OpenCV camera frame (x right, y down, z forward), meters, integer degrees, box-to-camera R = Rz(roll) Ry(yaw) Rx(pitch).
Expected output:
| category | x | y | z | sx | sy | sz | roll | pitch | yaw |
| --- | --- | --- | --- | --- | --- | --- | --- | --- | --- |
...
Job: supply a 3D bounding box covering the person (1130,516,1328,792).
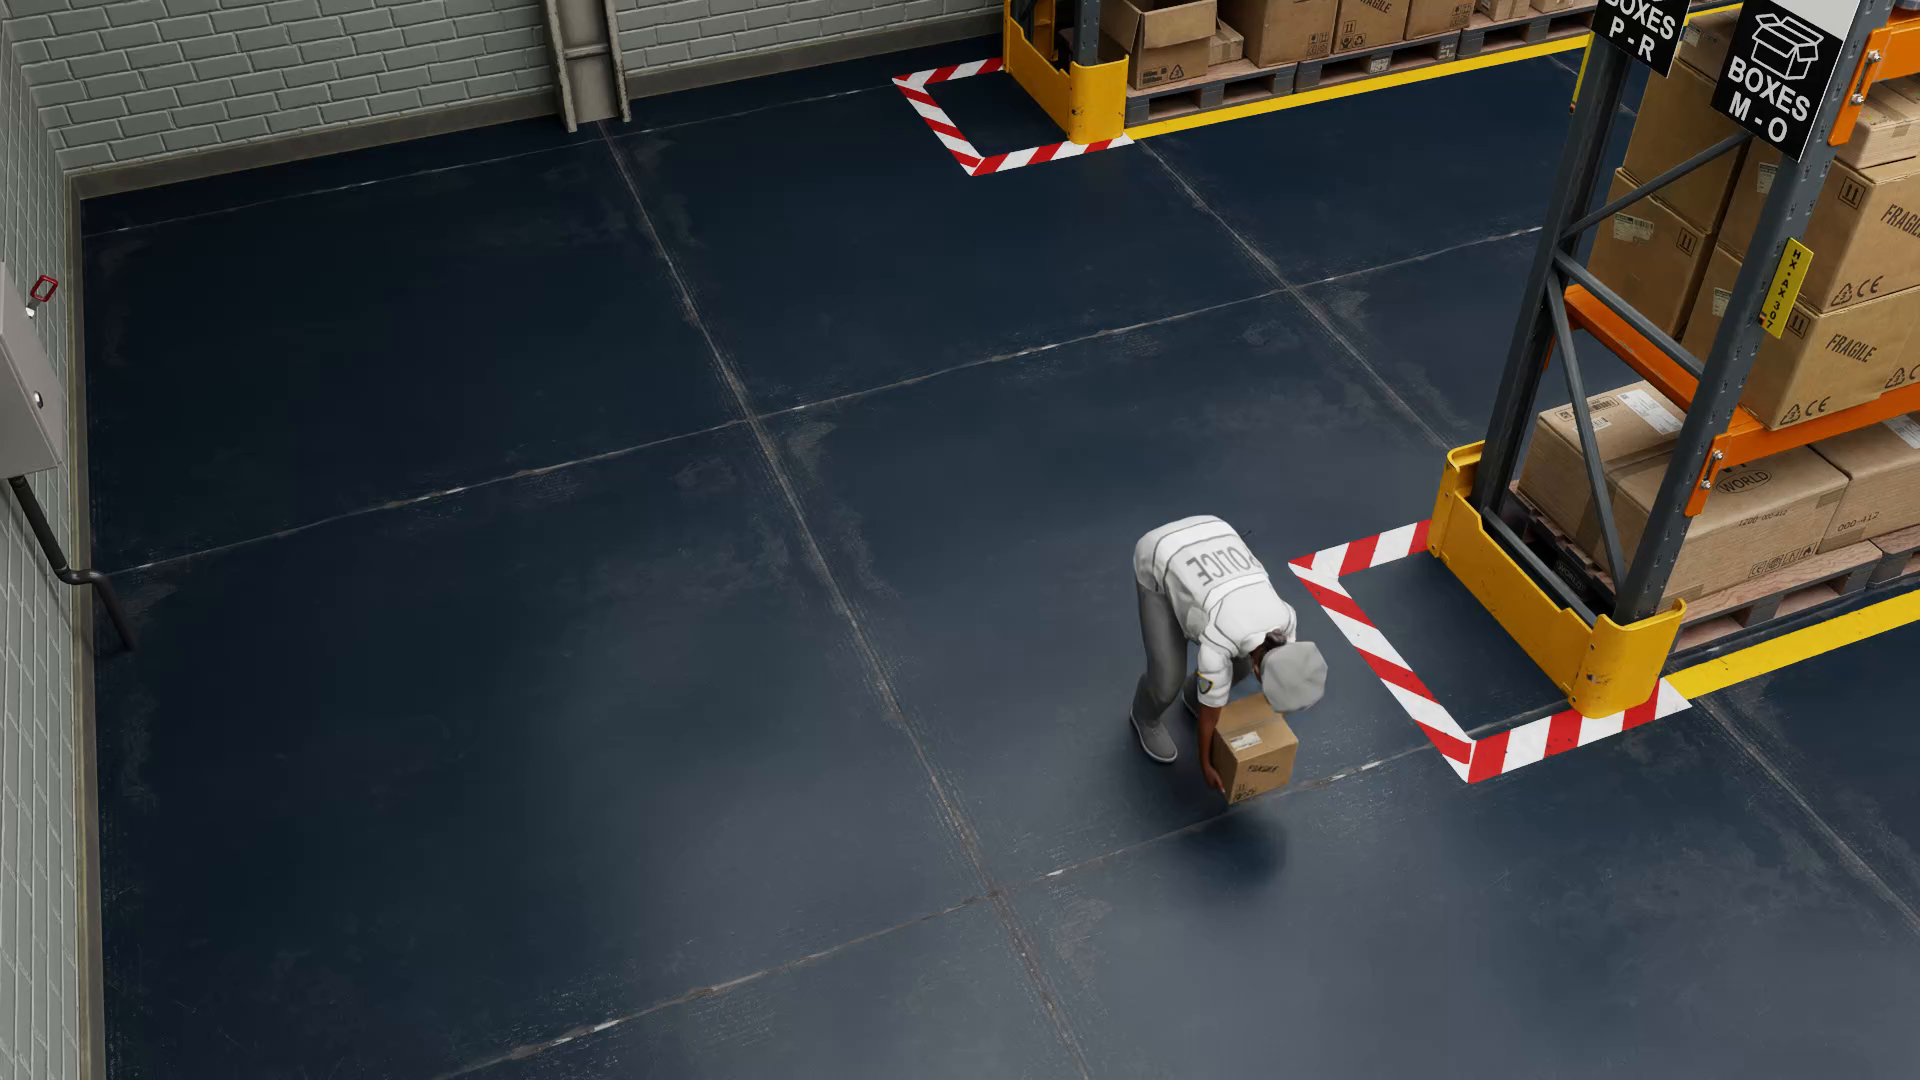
| category | x | y | z | sx | sy | sz | roll | pitch | yaw |
| --- | --- | --- | --- | --- | --- | --- | --- | --- | --- |
| person | 0.958 | 0.498 | 6.089 | 0.436 | 1.022 | 0.938 | -17 | 45 | -18 |
